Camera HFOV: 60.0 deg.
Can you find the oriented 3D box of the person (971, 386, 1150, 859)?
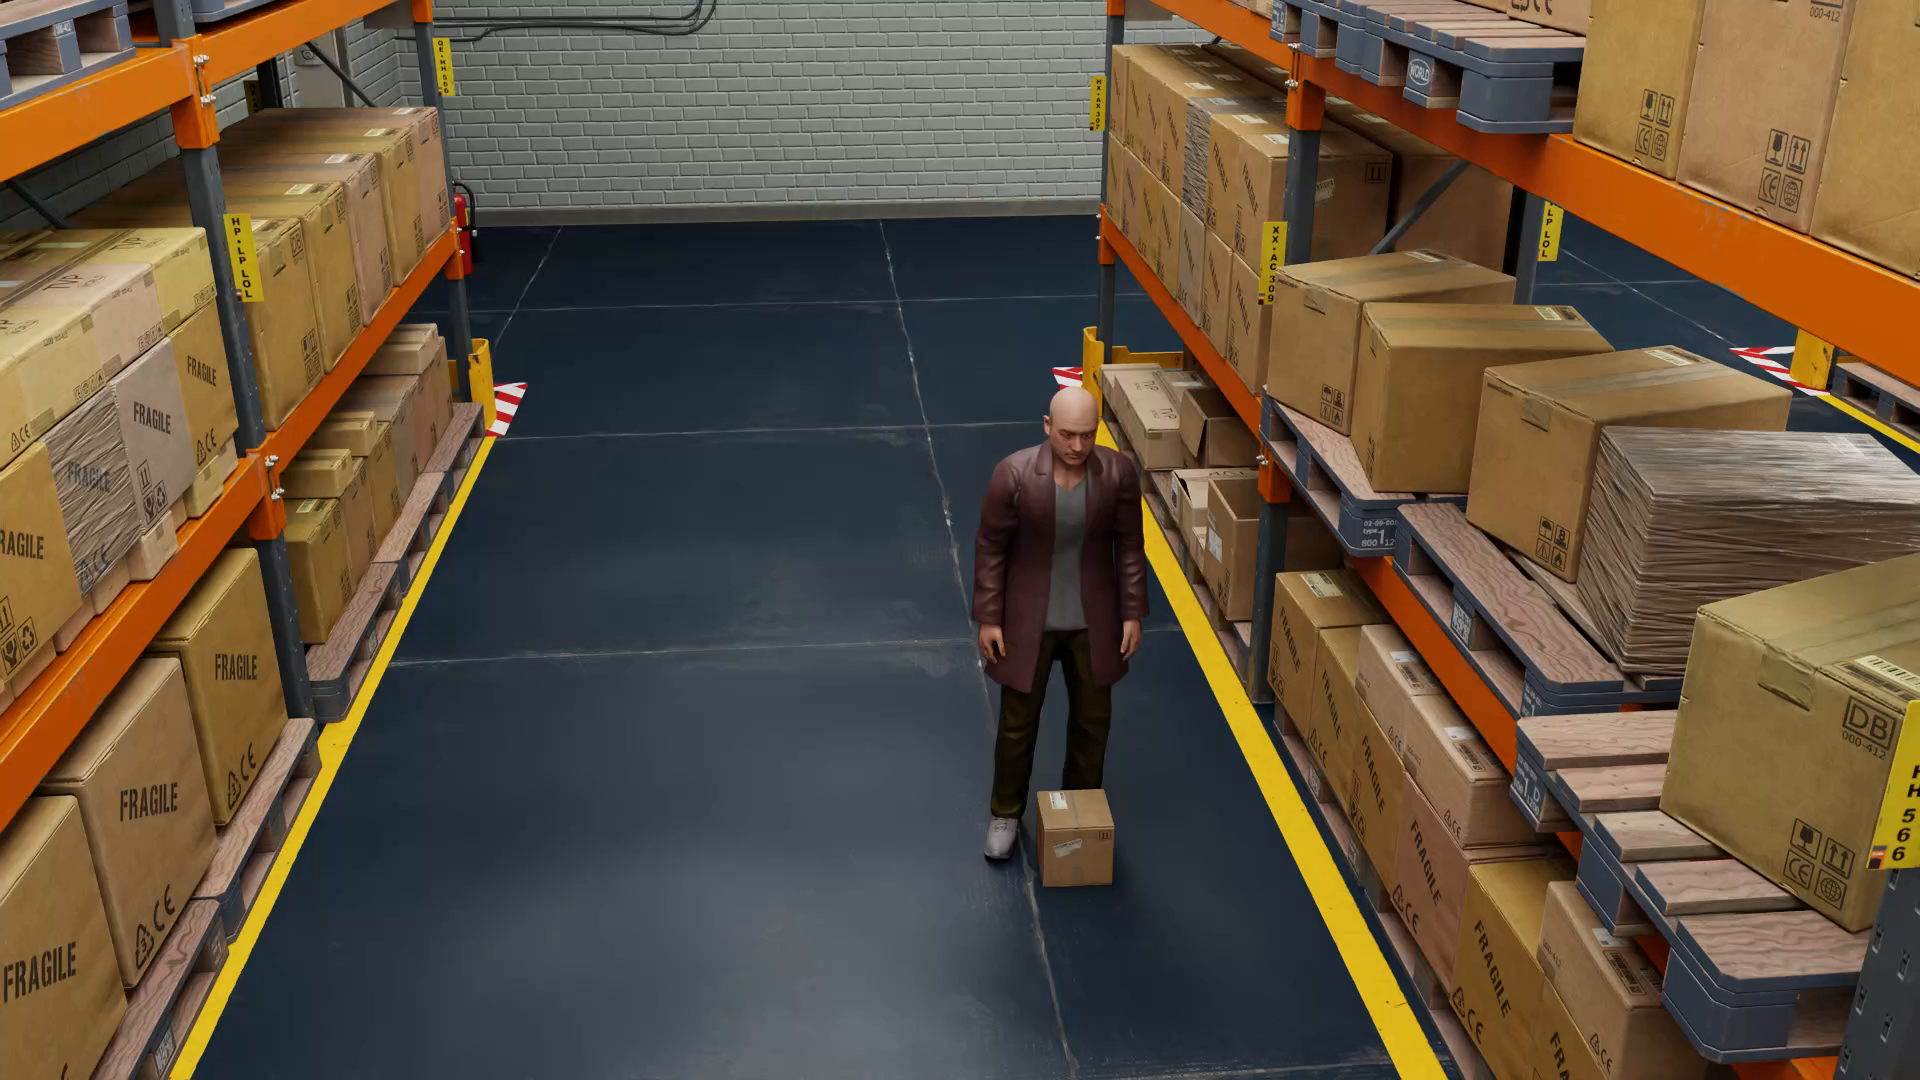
[{"bbox_3d":[0.359,0.287,5.953,0.643,1.774,0.424,-2,24,-5],"label":"person"}]
